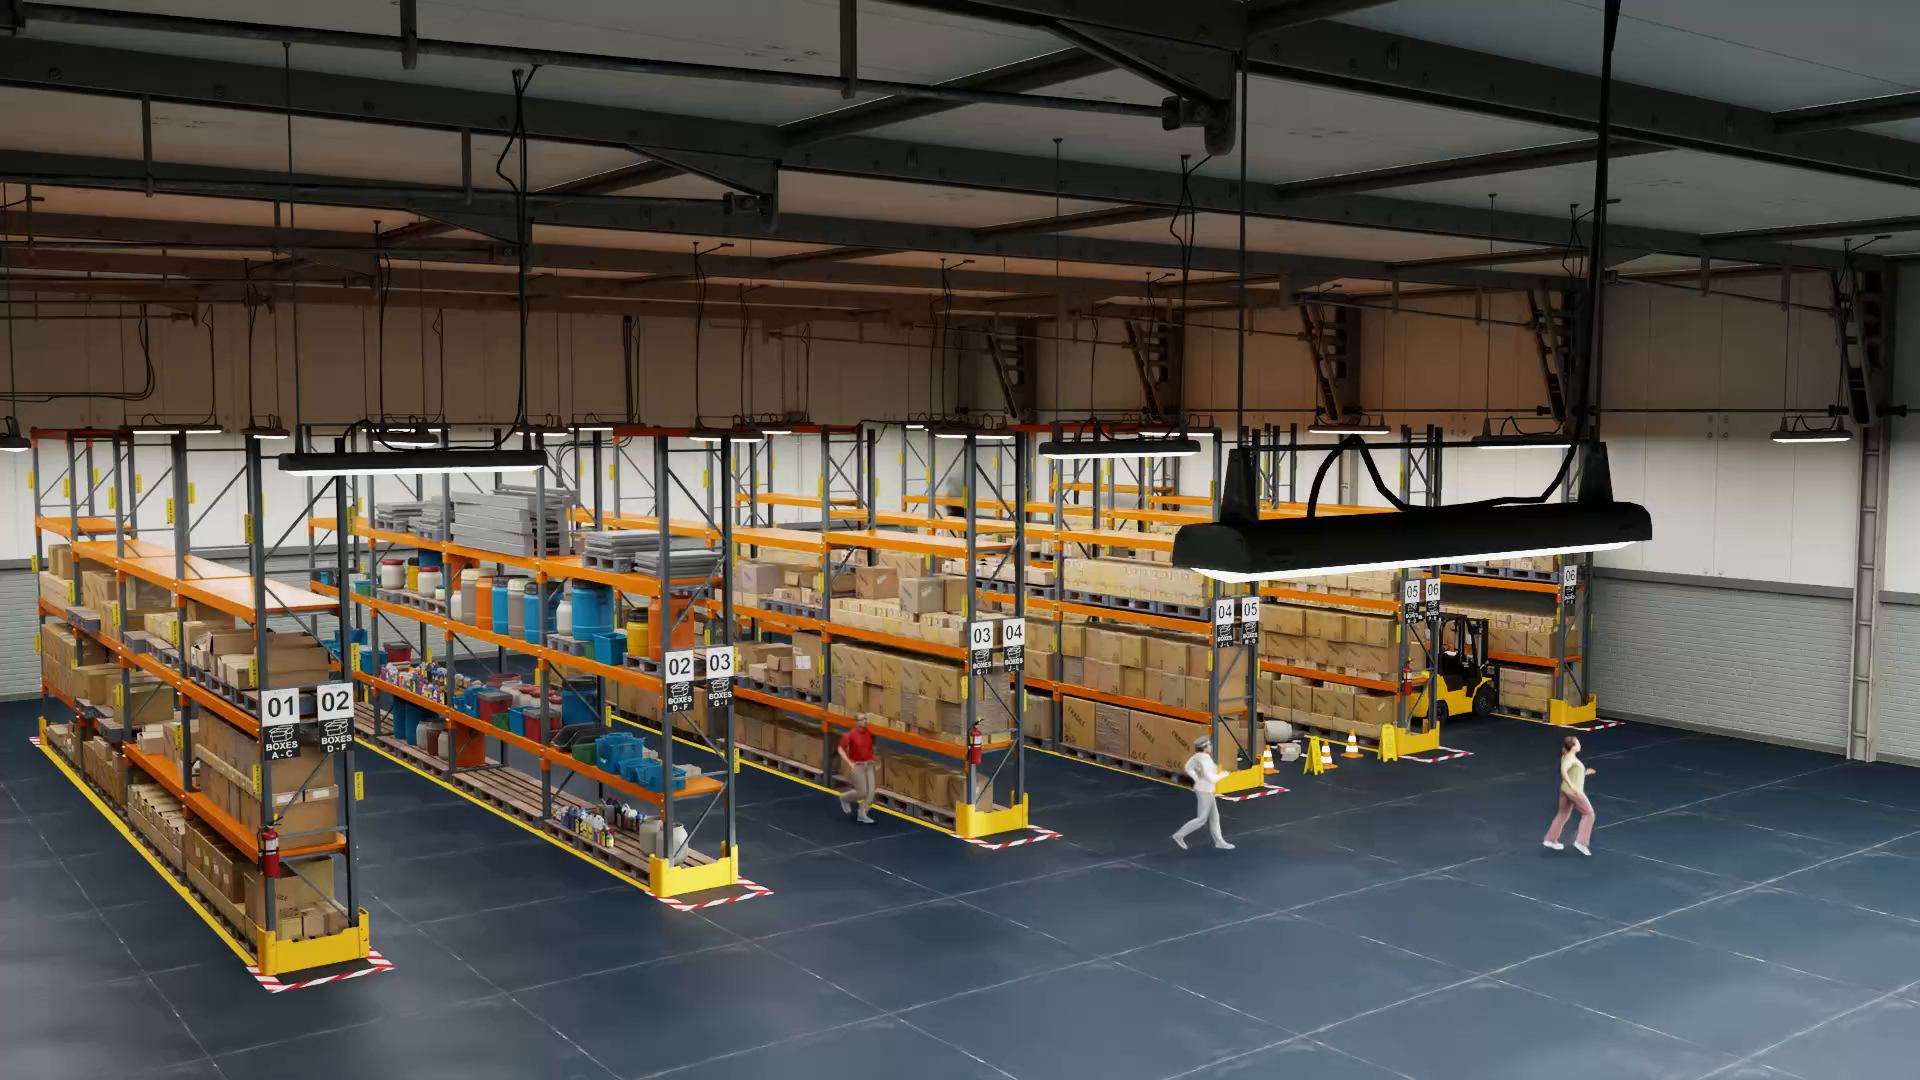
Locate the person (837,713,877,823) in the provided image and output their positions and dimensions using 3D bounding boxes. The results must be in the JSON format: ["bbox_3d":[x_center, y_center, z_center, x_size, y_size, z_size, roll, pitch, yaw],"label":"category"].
[{"bbox_3d":[-1.553,3.486,25.531,0.619,1.678,0.679,4,6,42],"label":"person"}]

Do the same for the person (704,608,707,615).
[{"bbox_3d":[-6.190,2.367,40.839,0.590,1.565,0.568,3,6,37],"label":"person"}]

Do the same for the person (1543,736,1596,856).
[{"bbox_3d":[8.682,3.640,23.652,0.730,1.725,0.545,0,4,-4],"label":"person"}]

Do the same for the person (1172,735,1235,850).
[{"bbox_3d":[3.479,3.602,23.718,0.940,1.672,0.620,0,4,-4],"label":"person"}]
